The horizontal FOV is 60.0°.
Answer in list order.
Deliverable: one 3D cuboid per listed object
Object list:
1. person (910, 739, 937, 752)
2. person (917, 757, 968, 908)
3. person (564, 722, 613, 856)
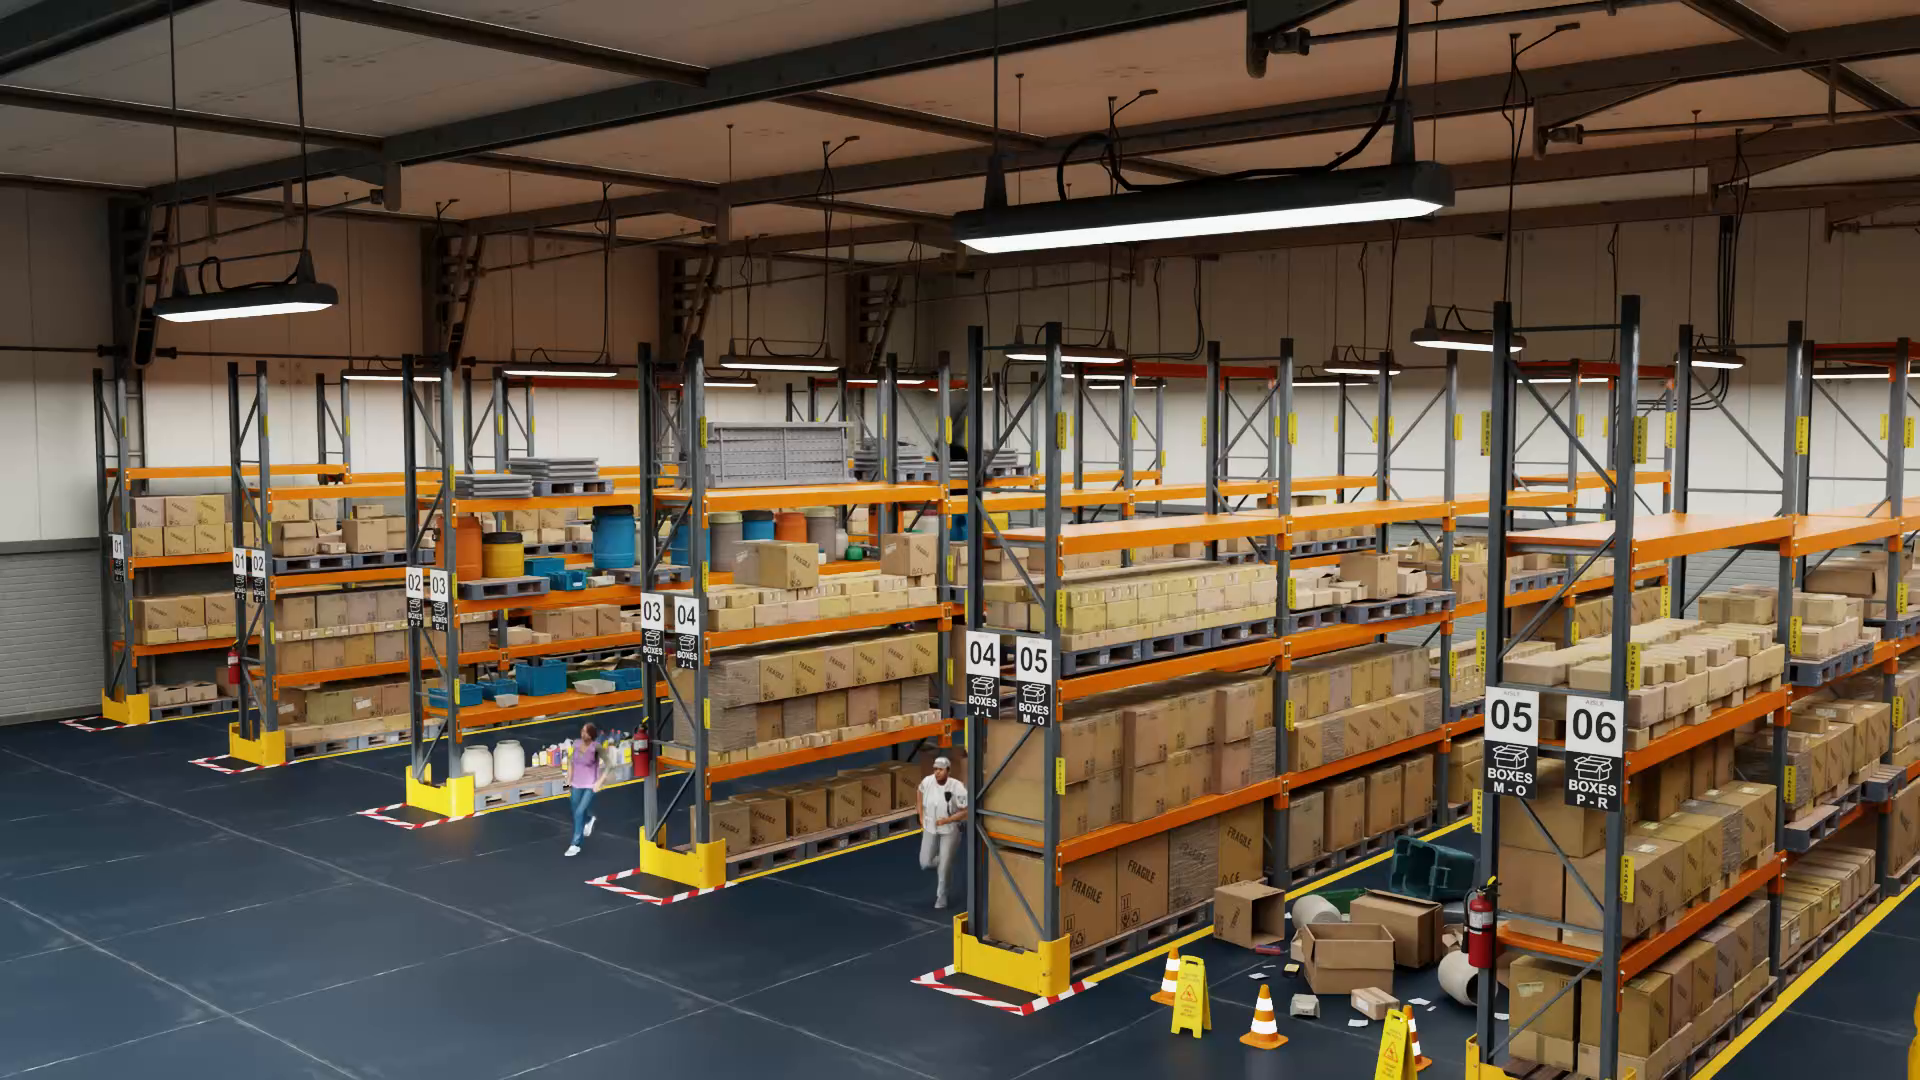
[{"bbox_3d":[-0.731,2.590,23.844,0.547,1.703,1.072,3,5,37],"label":"person"},{"bbox_3d":[-0.217,3.082,17.564,0.645,1.619,0.623,2,5,22],"label":"person"},{"bbox_3d":[-4.401,2.937,19.814,0.584,1.571,0.686,1,4,19],"label":"person"}]
